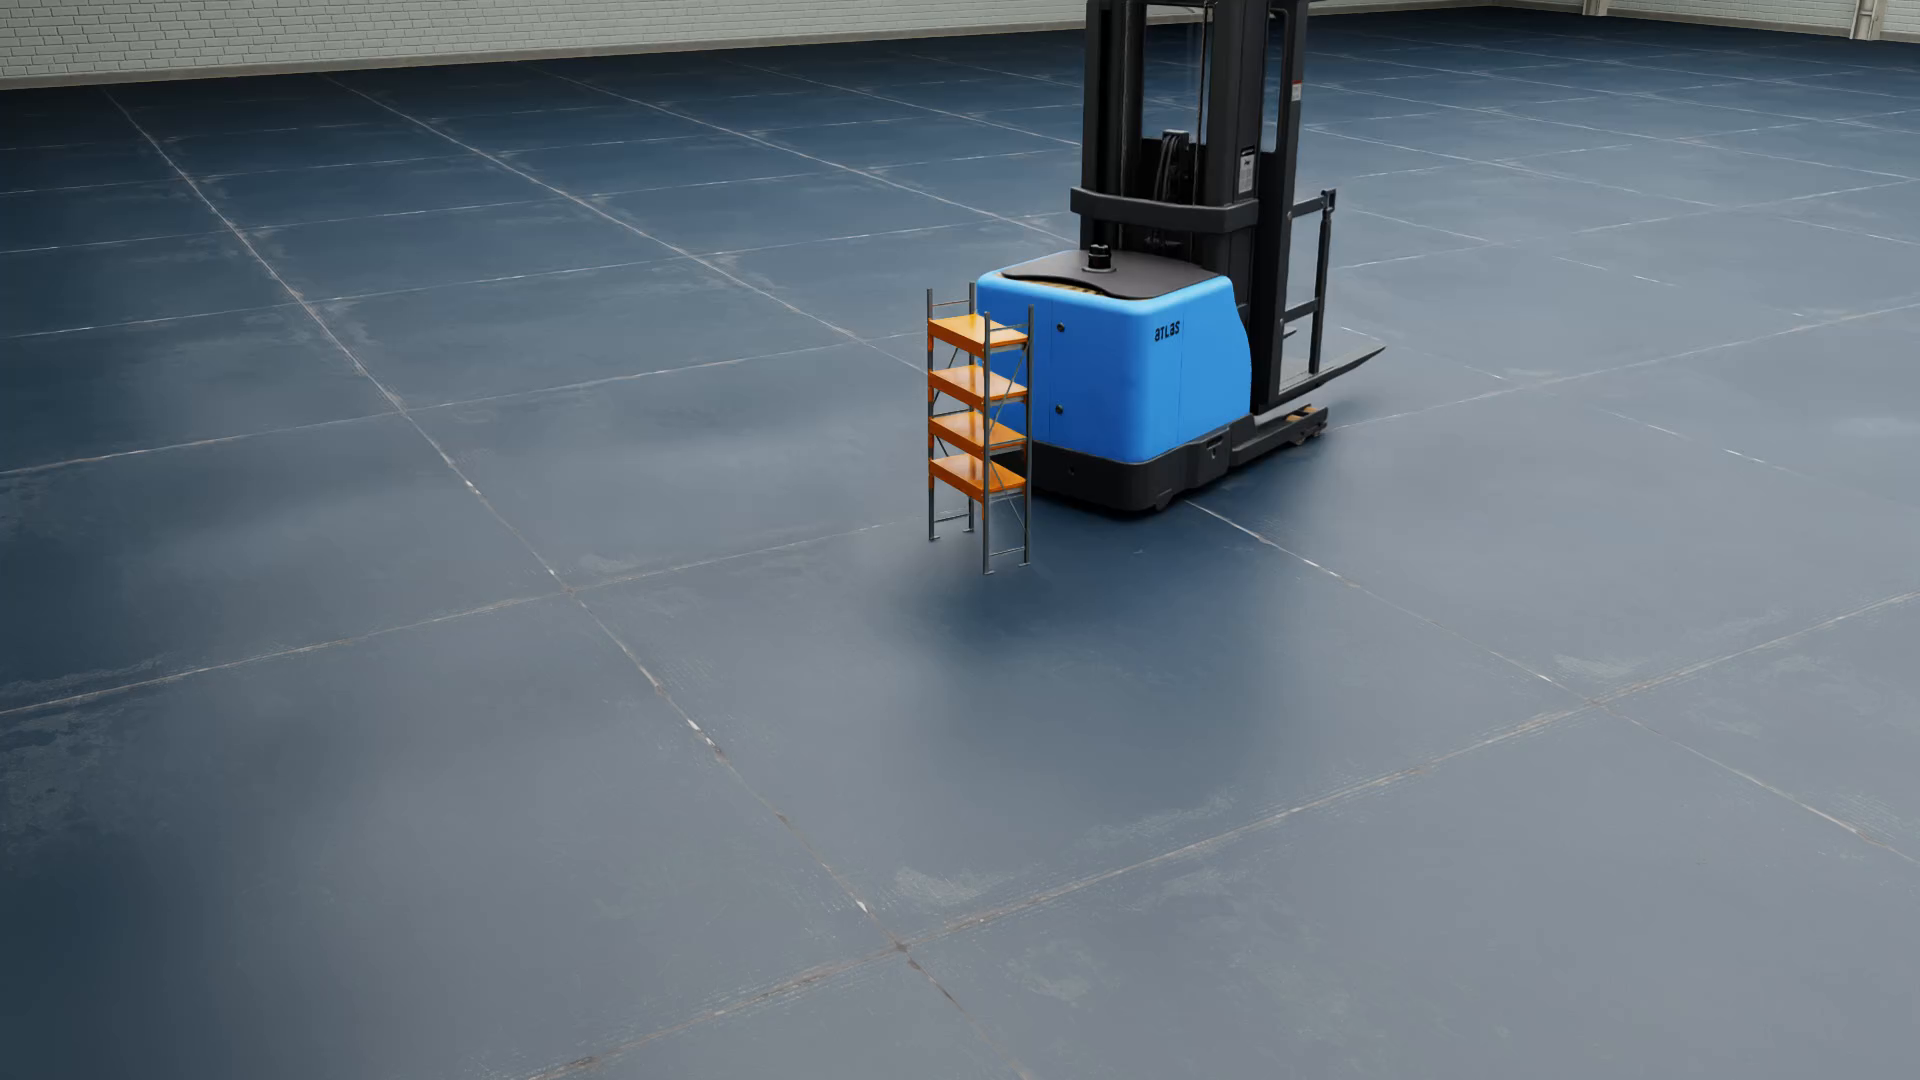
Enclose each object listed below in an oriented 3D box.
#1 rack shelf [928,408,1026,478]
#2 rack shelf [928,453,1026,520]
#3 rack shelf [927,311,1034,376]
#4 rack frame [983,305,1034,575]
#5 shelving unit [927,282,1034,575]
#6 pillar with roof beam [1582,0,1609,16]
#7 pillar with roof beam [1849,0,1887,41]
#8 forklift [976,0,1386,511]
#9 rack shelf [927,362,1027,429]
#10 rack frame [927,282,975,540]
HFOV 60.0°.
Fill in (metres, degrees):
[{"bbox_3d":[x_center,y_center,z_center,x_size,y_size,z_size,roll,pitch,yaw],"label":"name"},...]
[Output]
[{"bbox_3d":[0.085,-0.440,7.479,0.258,0.148,0.480,-13,25,-28],"label":"rack shelf"},{"bbox_3d":[0.085,-0.256,7.554,0.258,0.148,0.480,-13,25,-28],"label":"rack shelf"},{"bbox_3d":[0.085,-0.866,7.306,0.258,0.148,0.480,-13,25,-28],"label":"rack shelf"},{"bbox_3d":[0.209,-0.423,7.259,0.240,1.200,0.015,-13,25,-28],"label":"rack frame"},{"bbox_3d":[0.085,-0.502,7.454,0.258,1.200,0.503,-13,25,-28],"label":"shelving unit"},{"bbox_3d":[9.633,-14.364,31.199,9.100,9.000,0.400,-13,25,-28],"label":"pillar with roof beam"},{"bbox_3d":[12.698,-12.422,26.421,9.100,9.000,0.400,-13,25,-28],"label":"pillar with roof beam"},{"bbox_3d":[1.387,-1.979,8.788,1.130,2.935,3.031,17,28,36],"label":"forklift"},{"bbox_3d":[0.085,-0.647,7.395,0.258,0.148,0.480,-13,25,-28],"label":"rack shelf"},{"bbox_3d":[-0.040,-0.581,7.648,0.240,1.200,0.015,-13,25,-28],"label":"rack frame"}]
